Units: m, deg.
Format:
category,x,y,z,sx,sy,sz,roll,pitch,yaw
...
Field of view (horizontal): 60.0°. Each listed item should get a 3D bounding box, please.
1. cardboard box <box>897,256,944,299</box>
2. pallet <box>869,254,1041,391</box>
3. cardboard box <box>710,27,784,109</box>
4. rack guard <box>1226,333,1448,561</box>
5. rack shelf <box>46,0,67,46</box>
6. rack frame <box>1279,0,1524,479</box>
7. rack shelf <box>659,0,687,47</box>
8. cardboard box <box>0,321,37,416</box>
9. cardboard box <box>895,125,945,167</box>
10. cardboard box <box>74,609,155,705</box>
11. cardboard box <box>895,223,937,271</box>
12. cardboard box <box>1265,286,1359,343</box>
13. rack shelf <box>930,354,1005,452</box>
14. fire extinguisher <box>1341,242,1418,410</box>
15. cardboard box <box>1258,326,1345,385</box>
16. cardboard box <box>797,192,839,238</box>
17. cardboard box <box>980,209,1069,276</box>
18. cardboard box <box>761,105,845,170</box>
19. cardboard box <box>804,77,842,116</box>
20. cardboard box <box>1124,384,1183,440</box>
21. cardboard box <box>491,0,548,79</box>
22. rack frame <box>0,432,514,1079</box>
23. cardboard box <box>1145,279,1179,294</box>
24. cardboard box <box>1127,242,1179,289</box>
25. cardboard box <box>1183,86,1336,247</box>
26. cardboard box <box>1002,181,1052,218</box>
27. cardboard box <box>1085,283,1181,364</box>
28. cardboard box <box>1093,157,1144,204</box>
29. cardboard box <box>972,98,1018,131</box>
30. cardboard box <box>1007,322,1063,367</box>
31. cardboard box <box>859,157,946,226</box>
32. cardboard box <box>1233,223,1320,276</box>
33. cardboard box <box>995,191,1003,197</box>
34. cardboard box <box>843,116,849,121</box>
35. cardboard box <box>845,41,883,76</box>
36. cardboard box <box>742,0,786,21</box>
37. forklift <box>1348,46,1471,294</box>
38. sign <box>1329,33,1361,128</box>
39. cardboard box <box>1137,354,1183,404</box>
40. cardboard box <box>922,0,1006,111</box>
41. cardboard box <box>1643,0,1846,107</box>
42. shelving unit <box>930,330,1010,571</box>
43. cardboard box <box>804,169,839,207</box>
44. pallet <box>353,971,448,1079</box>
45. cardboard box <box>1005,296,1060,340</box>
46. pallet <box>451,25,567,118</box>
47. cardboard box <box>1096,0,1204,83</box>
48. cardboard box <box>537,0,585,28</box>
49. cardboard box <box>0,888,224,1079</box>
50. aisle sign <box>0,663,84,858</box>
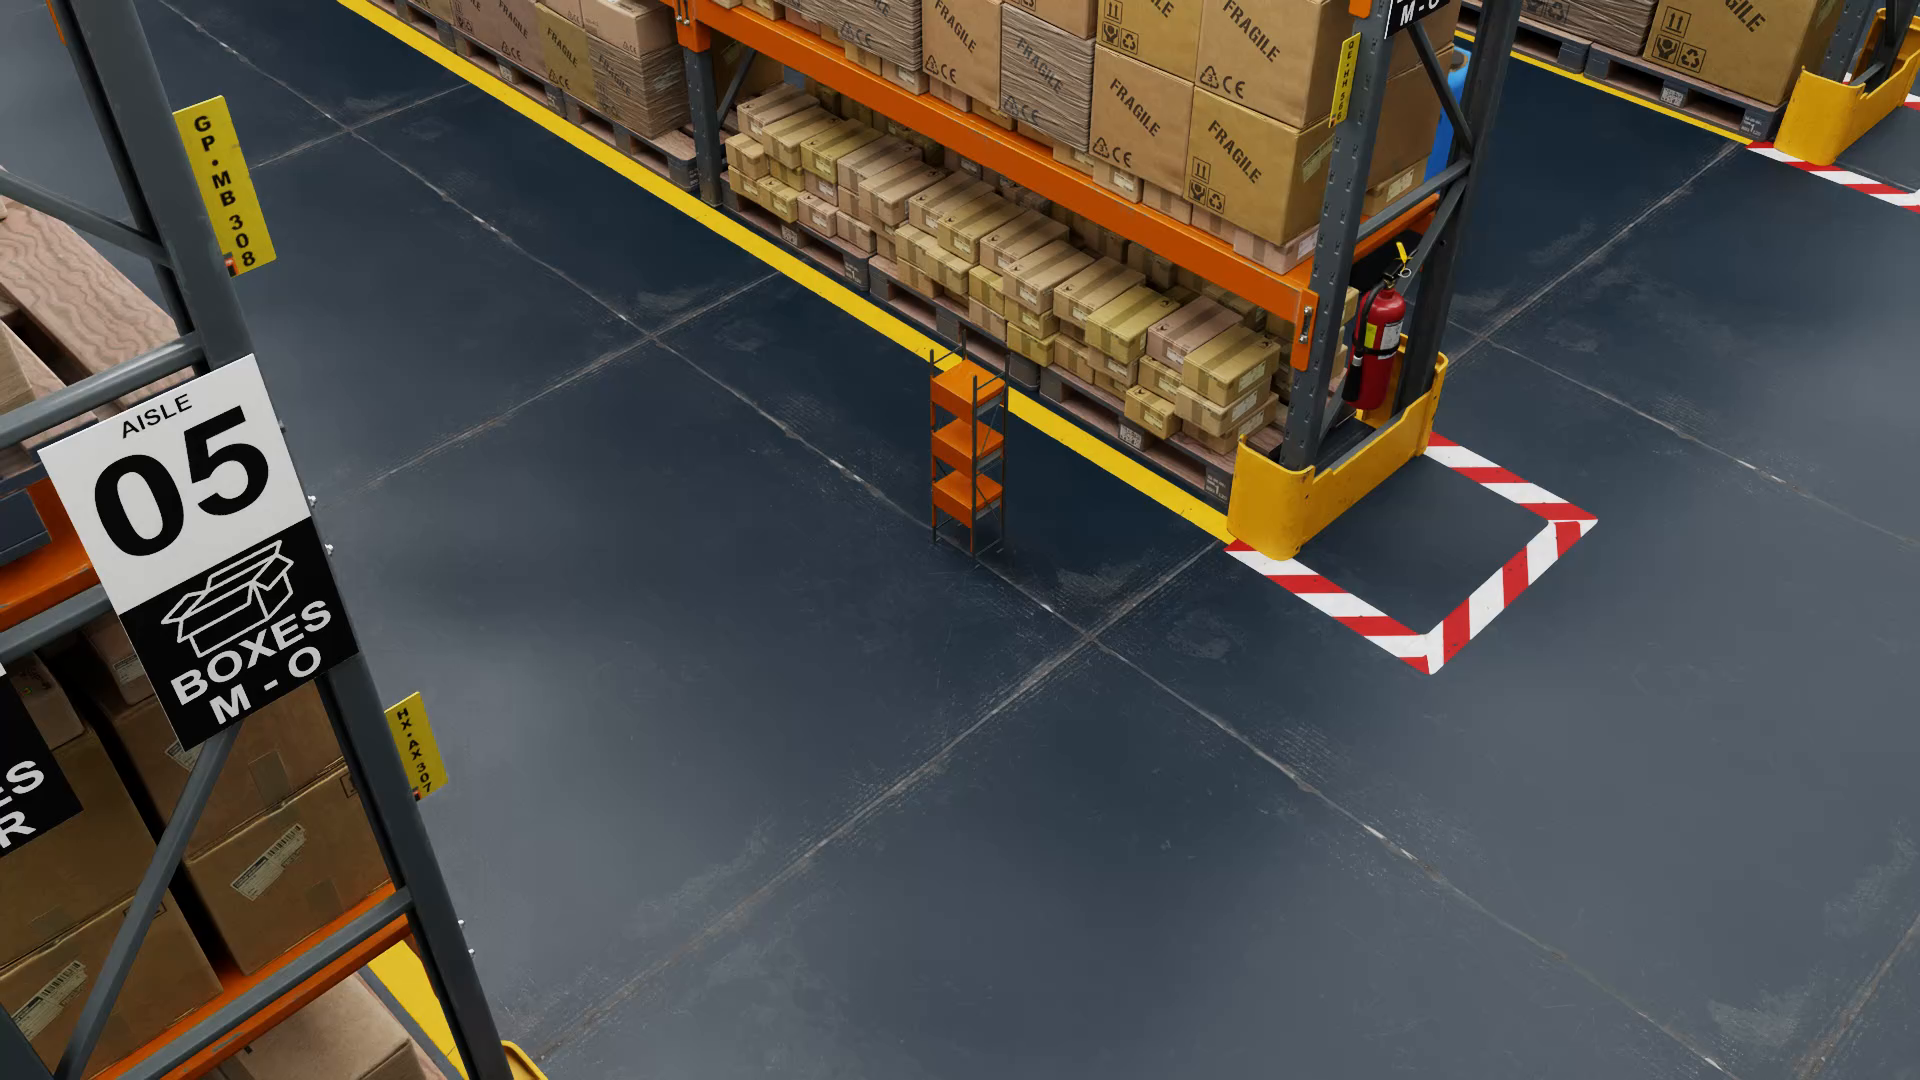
category,x,y,z,sx,sy,sz,roll,pitch,yaw
cardboard box,-0.100,-1.413,8.478,0.250,0.149,0.380,33,52,30
pallet,0.290,-1.323,8.643,1.003,0.211,1.213,-34,53,-31
cardboard box,-1.409,-2.957,9.890,0.500,0.500,0.500,-32,51,-30
rack guard,1.696,-0.436,7.470,1.175,0.500,0.348,-34,53,-31
rack shelf,-3.096,-1.649,3.346,1.077,0.370,4.000,-34,53,-31
rack frame,1.750,-1.317,6.582,1.000,3.000,0.127,-34,53,-31
rack shelf,-2.487,-3.936,9.947,1.077,0.370,4.000,-34,53,-31
cardboard box,-2.065,-0.307,3.006,0.500,0.250,0.500,29,50,28
cardboard box,-0.122,-2.137,8.822,0.380,0.149,0.250,-32,52,-30
cardboard box,-1.738,0.158,3.697,0.380,0.149,0.250,-33,52,-30
cardboard box,-0.106,-1.523,8.378,0.250,0.149,0.380,34,52,31
cardboard box,1.621,-1.057,7.654,0.250,0.149,0.380,32,51,30
rack shelf,0.038,-0.561,6.798,0.215,0.259,0.240,-34,53,-31
fire extinguisher,1.601,-0.809,6.365,0.296,0.674,0.183,-34,53,-31
cardboard box,1.562,-0.908,7.712,0.380,0.149,0.250,-32,51,-30
cardboard box,-0.645,-1.795,8.891,0.250,0.149,0.380,34,52,31
cardboard box,0.312,-1.424,8.052,0.250,0.149,0.380,32,52,30
cardboard box,-0.826,-2.139,8.825,0.380,0.149,0.250,-31,51,-29
cardboard box,-0.639,-2.519,9.236,0.380,0.149,0.250,-33,52,-30
cardboard box,0.977,-0.652,7.654,0.380,0.149,0.250,-32,52,-30
cardboard box,-2.497,-3.205,10.158,0.500,0.500,0.500,33,52,31
rack frame,-1.683,1.104,3.963,1.000,3.000,0.127,-34,53,-31
cardboard box,1.069,-1.317,8.155,0.380,0.149,0.250,-32,52,-30
cardboard box,1.020,-1.394,8.019,0.250,0.149,0.380,32,51,30
cardboard box,1.250,-1.556,6.548,0.500,0.500,0.500,-33,52,-31
cardboard box,0.432,-1.755,8.409,0.380,0.149,0.250,-34,52,-31
cardboard box,0.787,-0.987,7.579,0.250,0.149,0.380,33,52,31
cardboard box,0.786,-1.608,7.083,0.380,0.149,0.250,-33,52,-30
cardboard box,0.273,-2.027,7.536,0.380,0.149,0.250,-33,52,-31
cardboard box,0.444,-1.025,8.058,0.250,0.149,0.380,32,51,30
cardboard box,-0.290,-1.765,8.421,0.380,0.149,0.250,-33,52,-30
cardboard box,1.320,-1.246,6.691,0.380,0.149,0.250,-34,53,-31
cardboard box,0.251,-1.793,8.670,0.250,0.149,0.380,32,51,30
cardboard box,-0.427,-2.332,9.253,0.250,0.149,0.380,32,51,30
cardboard box,-0.326,-2.376,7.914,0.380,0.149,0.250,-33,52,-31
cardboard box,-0.871,-2.765,8.335,0.380,0.149,0.250,-33,52,-30
forklift,1.302,-3.223,8.696,1.130,2.935,3.031,-33,52,-31
sign,1.343,-1.602,5.805,0.100,0.325,0.005,-34,53,-31
cardboard box,1.029,-0.802,7.597,0.250,0.149,0.380,33,52,31
cardboard box,0.181,-2.289,7.342,0.500,0.500,0.500,-31,51,-29
cardboard box,4.825,-3.289,9.972,0.875,0.875,0.875,-34,53,-31
shelving unit,0.038,-0.360,6.983,0.215,1.050,0.252,-34,53,-31
cardboard box,-0.606,-1.950,8.839,0.250,0.149,0.380,34,52,31
pallet,-2.303,1.781,5.284,1.003,0.211,1.213,-34,53,-31
cardboard box,0.432,-1.142,7.965,0.380,0.149,0.250,-33,52,-31
pallet,-2.491,-3.175,10.647,1.003,0.211,1.213,-34,53,-31
cardboard box,0.893,-2.174,6.481,0.500,0.500,0.500,32,52,30
cardboard box,-2.133,-3.241,9.644,0.500,0.250,0.500,-32,51,-30
cardboard box,-2.211,0.962,4.042,0.500,0.500,0.500,-34,52,-31
aisle sign,-1.852,0.332,2.882,0.394,0.787,0.004,-34,53,-31
